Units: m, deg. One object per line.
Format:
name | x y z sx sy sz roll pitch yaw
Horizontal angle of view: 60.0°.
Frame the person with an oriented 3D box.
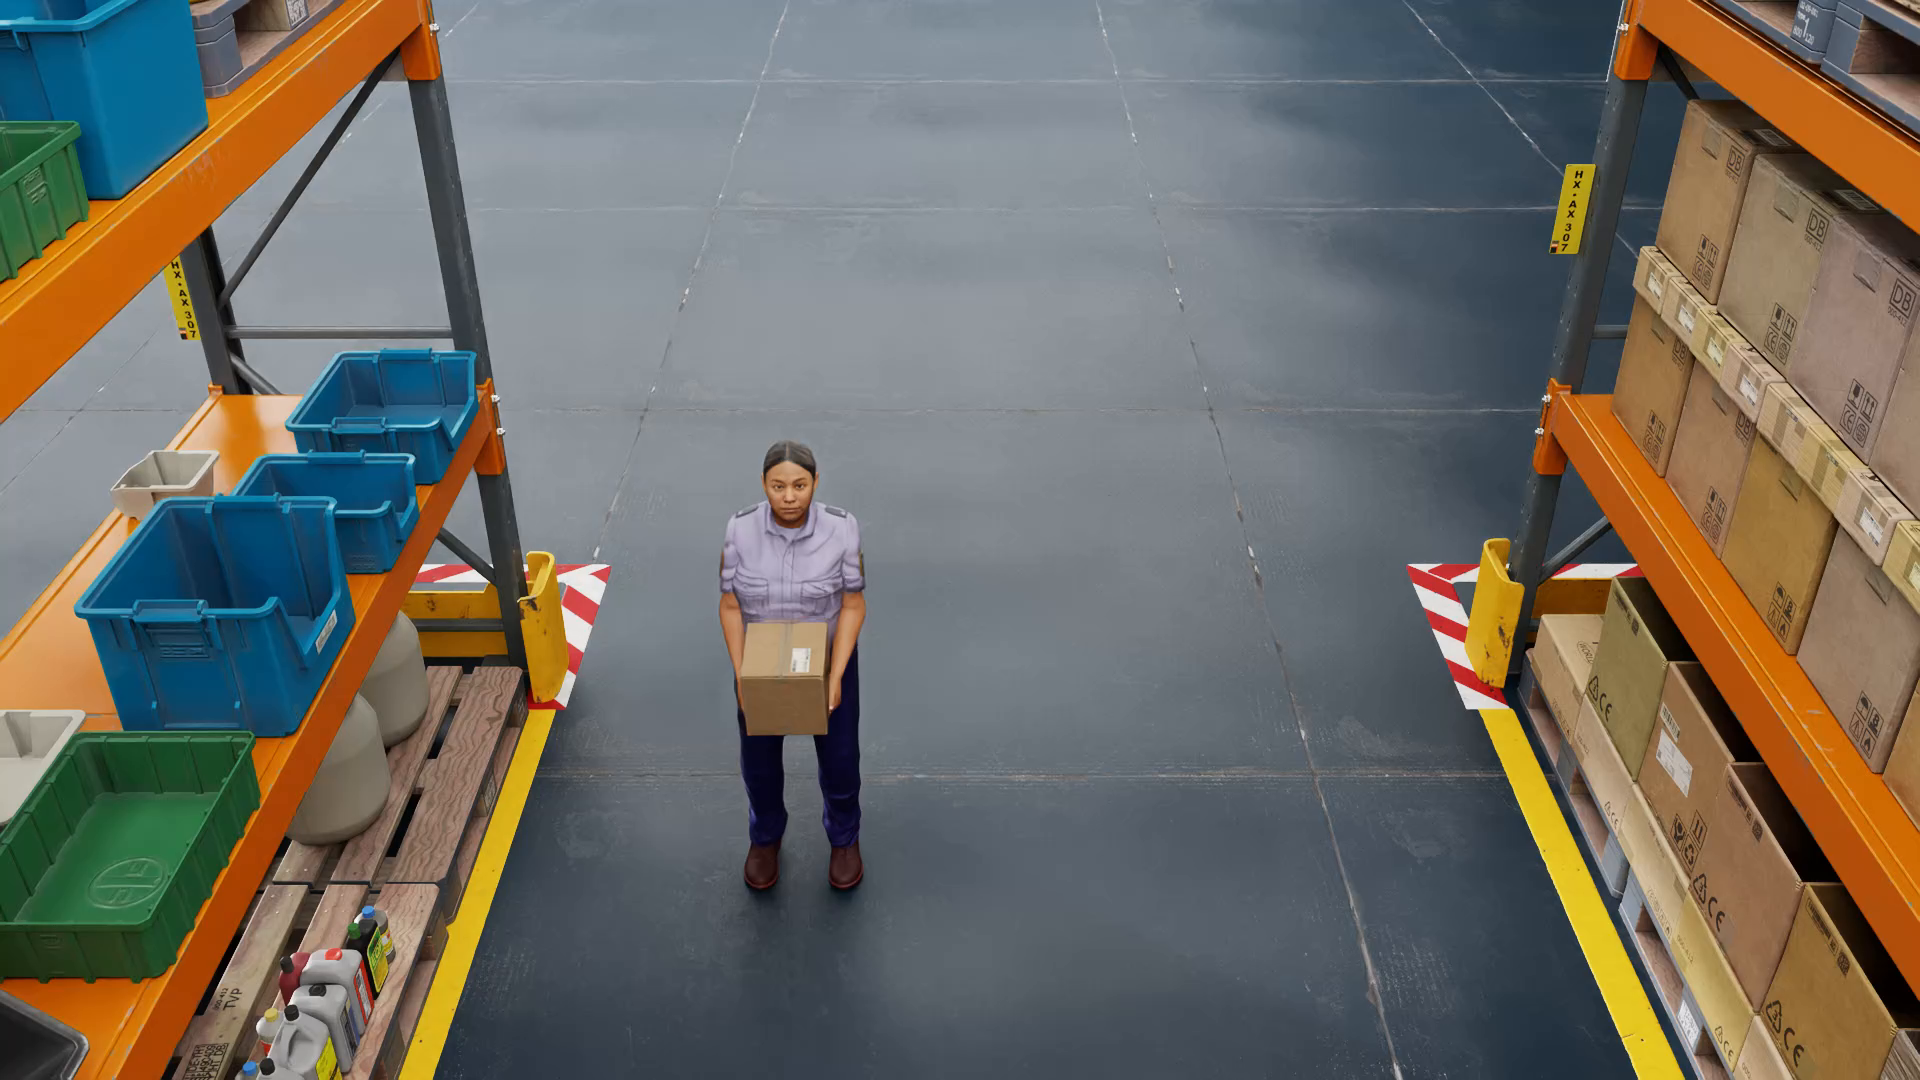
person | -0.533 0.432 5.443 0.553 1.652 0.331 -1 32 -1
